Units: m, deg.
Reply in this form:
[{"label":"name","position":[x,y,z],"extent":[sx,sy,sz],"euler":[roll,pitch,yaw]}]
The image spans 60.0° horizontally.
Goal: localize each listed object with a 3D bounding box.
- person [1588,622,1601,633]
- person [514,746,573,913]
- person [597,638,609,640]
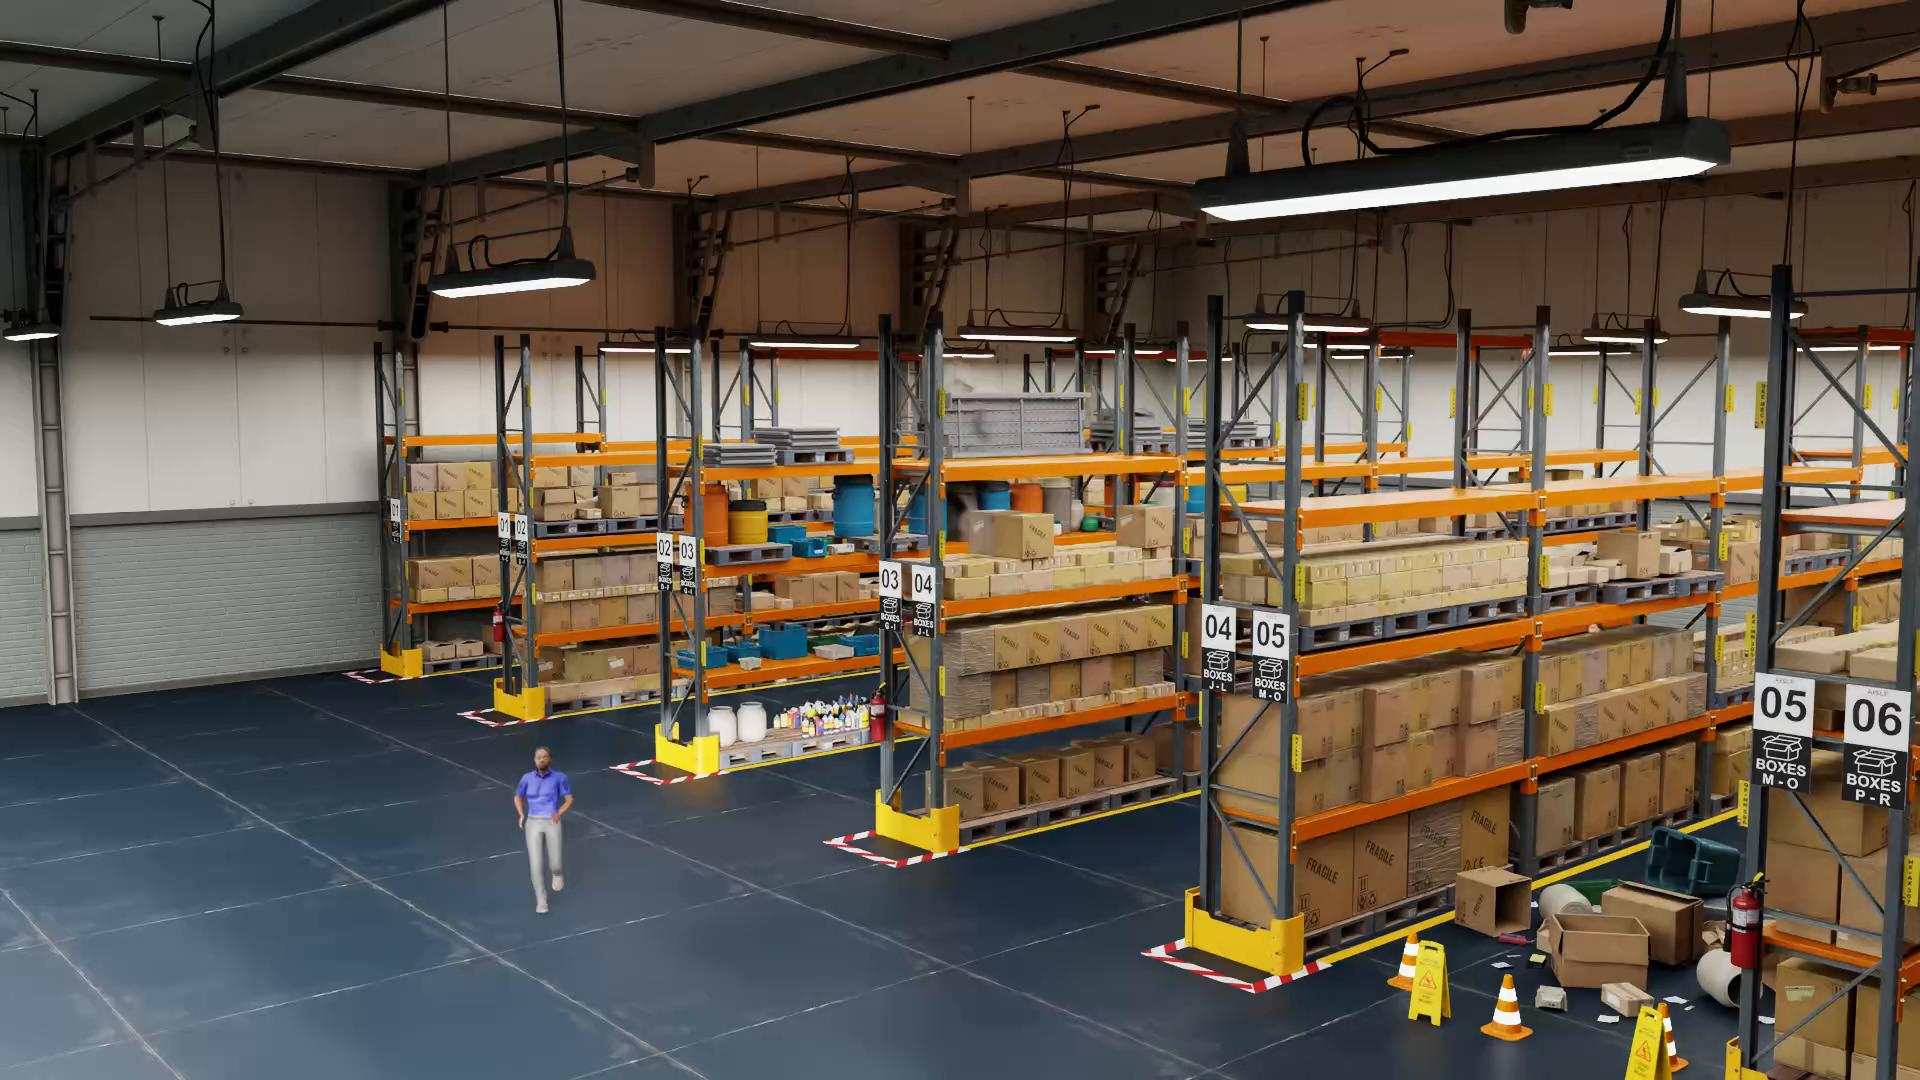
[{"label":"person","position":[9.577,2.043,25.144],"extent":[0.677,1.663,0.535],"euler":[-4,7,-40]},{"label":"person","position":[-4.156,2.859,16.581],"extent":[0.579,1.597,0.634],"euler":[-1,5,-9]},{"label":"person","position":[-6.254,1.616,29.271],"extent":[0.710,1.739,1.049],"euler":[4,6,35]}]
